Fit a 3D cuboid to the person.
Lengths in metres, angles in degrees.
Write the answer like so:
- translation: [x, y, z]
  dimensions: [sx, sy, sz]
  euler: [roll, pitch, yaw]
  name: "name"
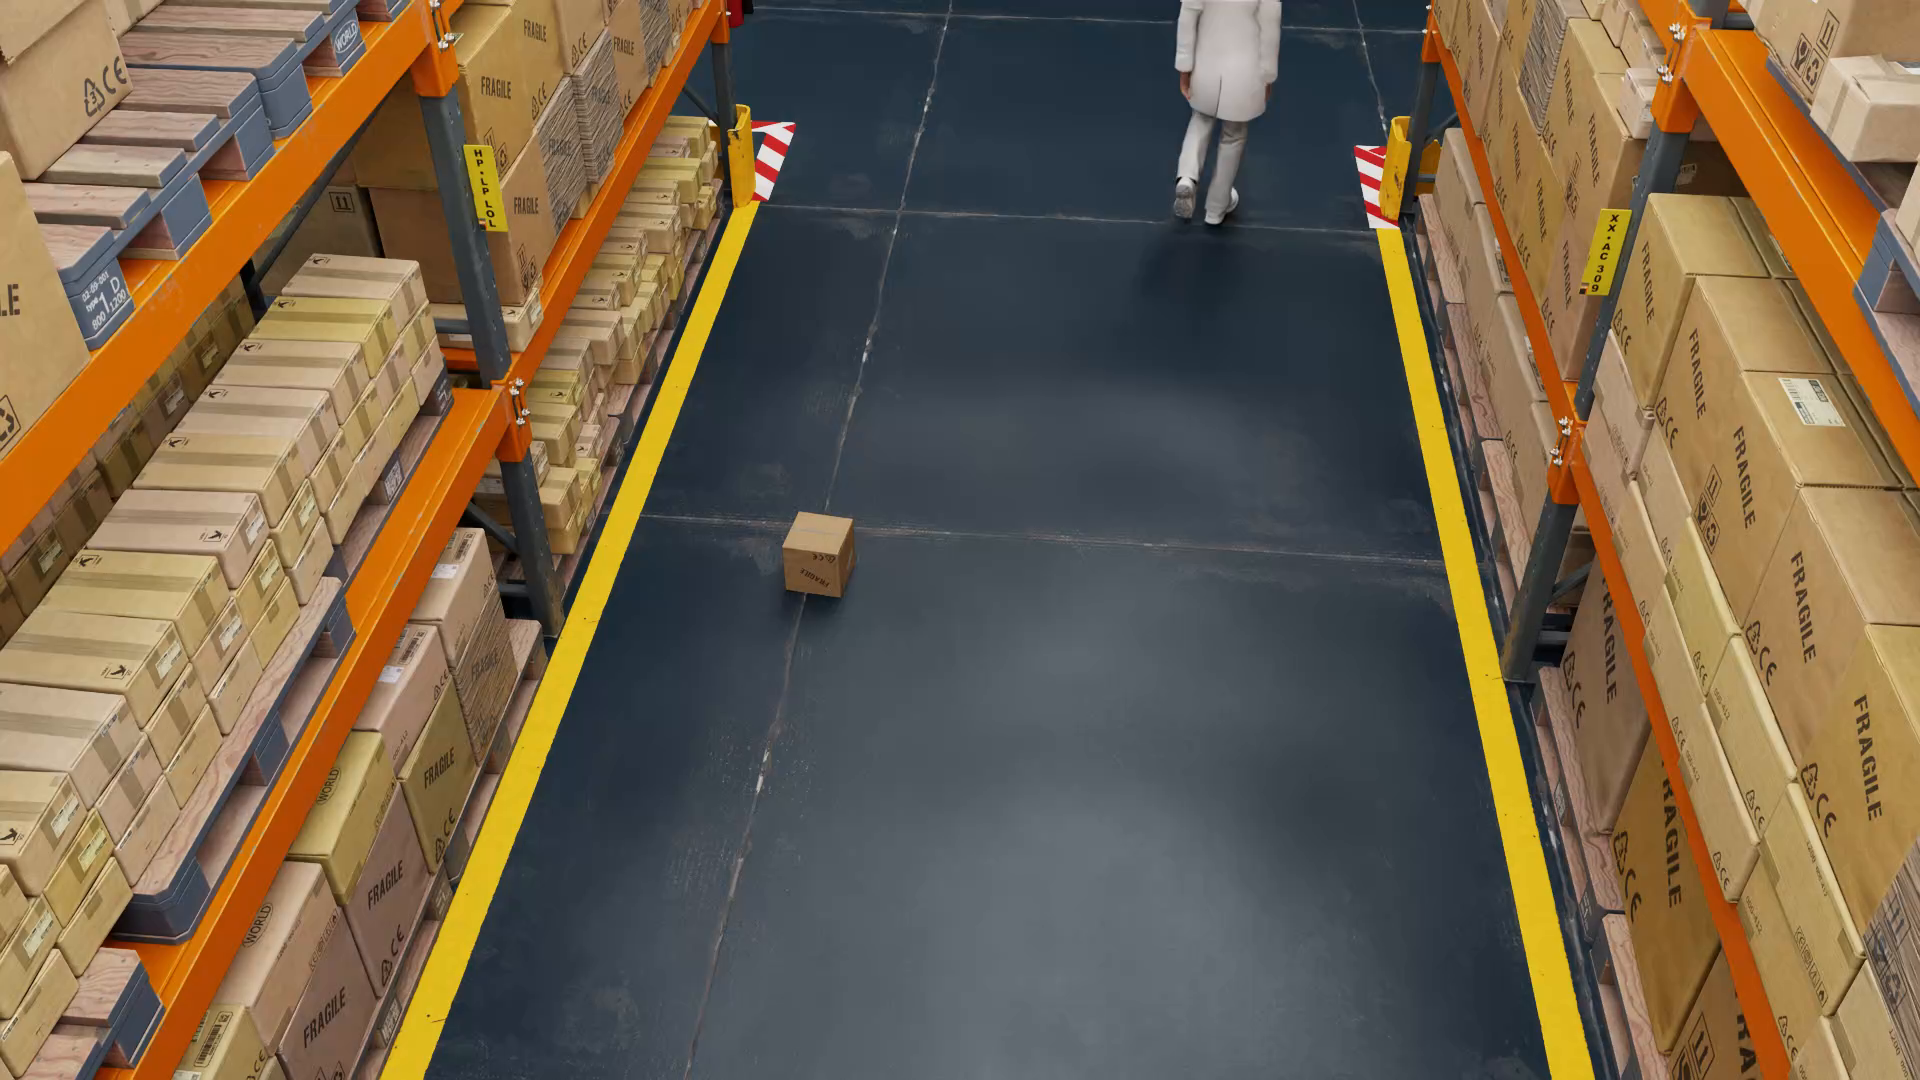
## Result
- translation: [1.488, -2.604, 9.289]
  dimensions: [0.568, 1.782, 0.542]
  euler: [17, 42, 20]
  name: "person"
